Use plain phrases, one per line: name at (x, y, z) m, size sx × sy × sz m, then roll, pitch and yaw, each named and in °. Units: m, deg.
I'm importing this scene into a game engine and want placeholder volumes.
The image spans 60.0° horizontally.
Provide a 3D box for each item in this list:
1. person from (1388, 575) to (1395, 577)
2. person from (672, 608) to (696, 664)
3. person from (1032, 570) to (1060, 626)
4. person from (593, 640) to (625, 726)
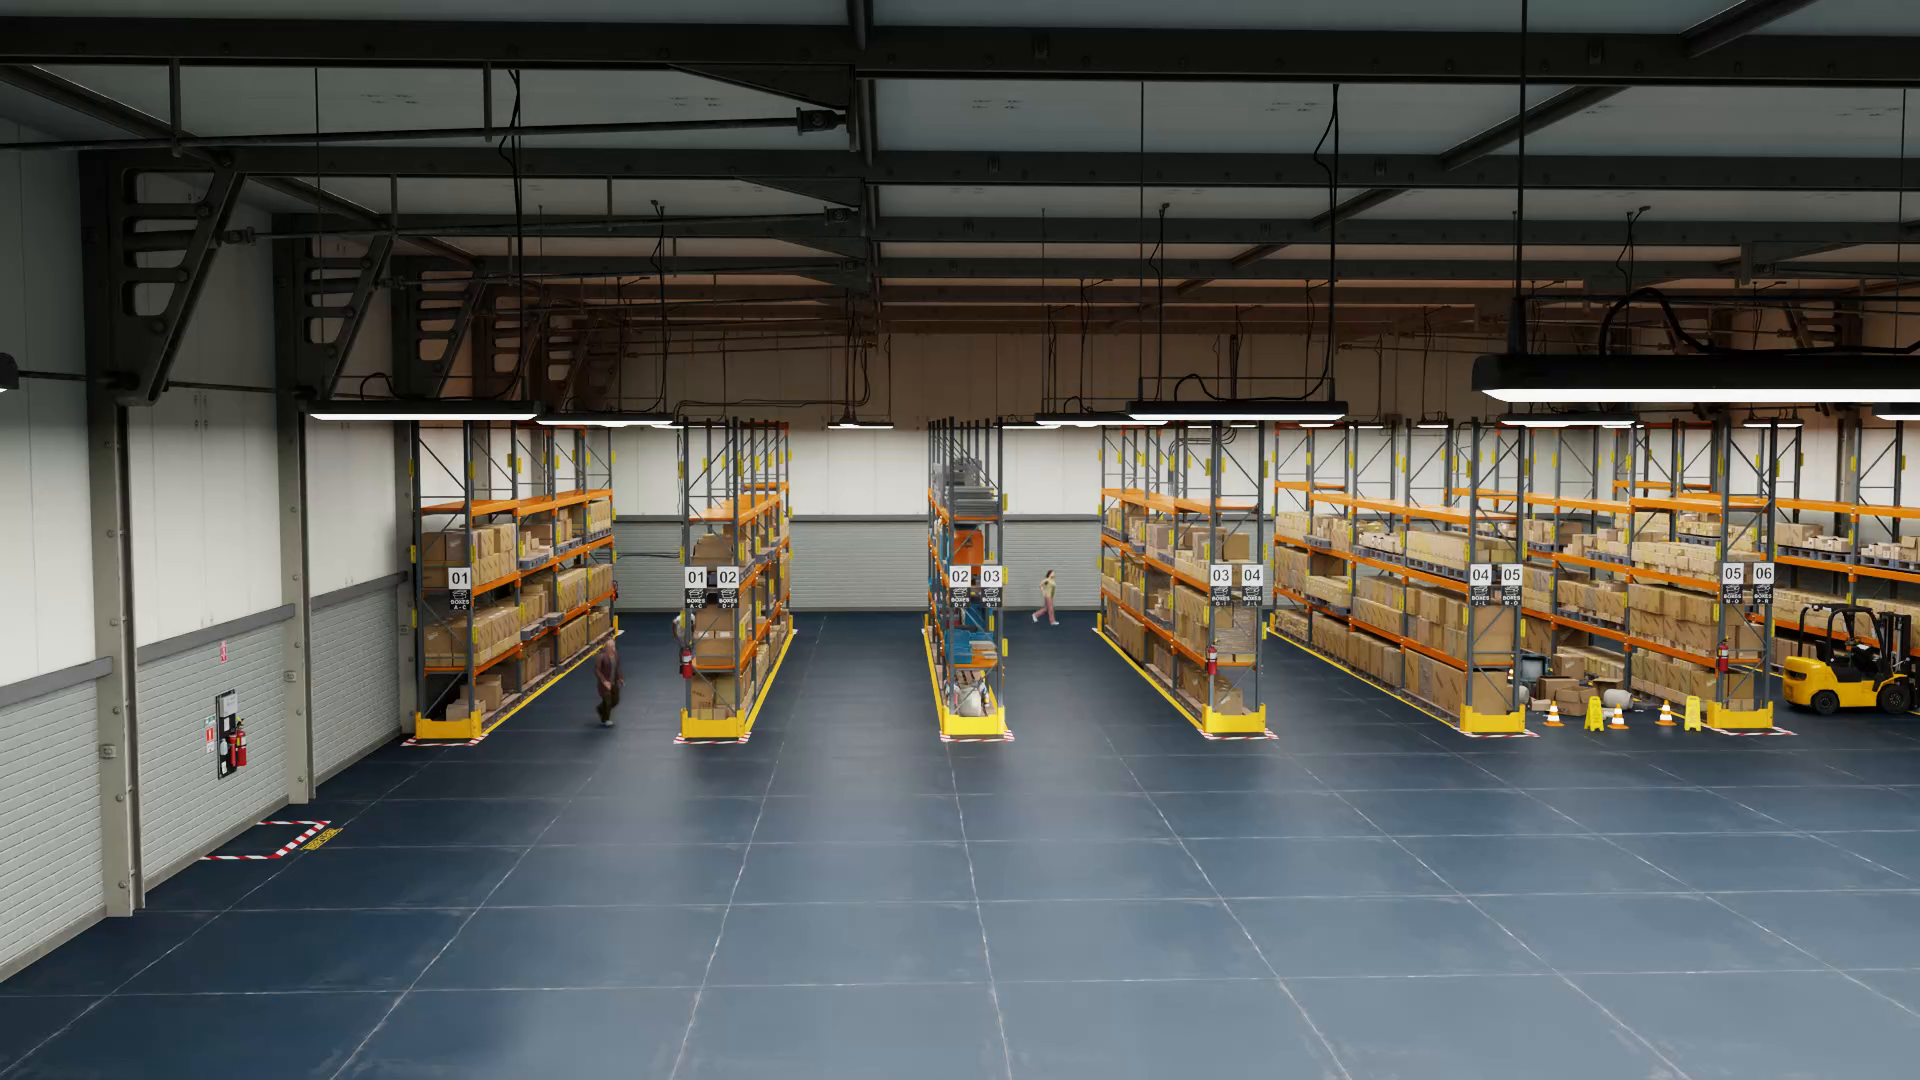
person at (11.954, 1.804, 46.185) m, size 0.673 × 1.762 × 0.992 m, roll -2°, pitch 4°, yaw -24°
person at (-6.753, 2.350, 40.635) m, size 0.591 × 1.473 × 0.868 m, roll -2°, pitch 4°, yaw -22°
person at (2.623, 1.796, 49.158) m, size 0.957 × 1.407 × 0.596 m, roll 2°, pitch 4°, yaw 30°
person at (-6.897, 2.765, 32.266) m, size 0.792 × 1.701 × 0.680 m, roll 3°, pitch 5°, yaw 36°
